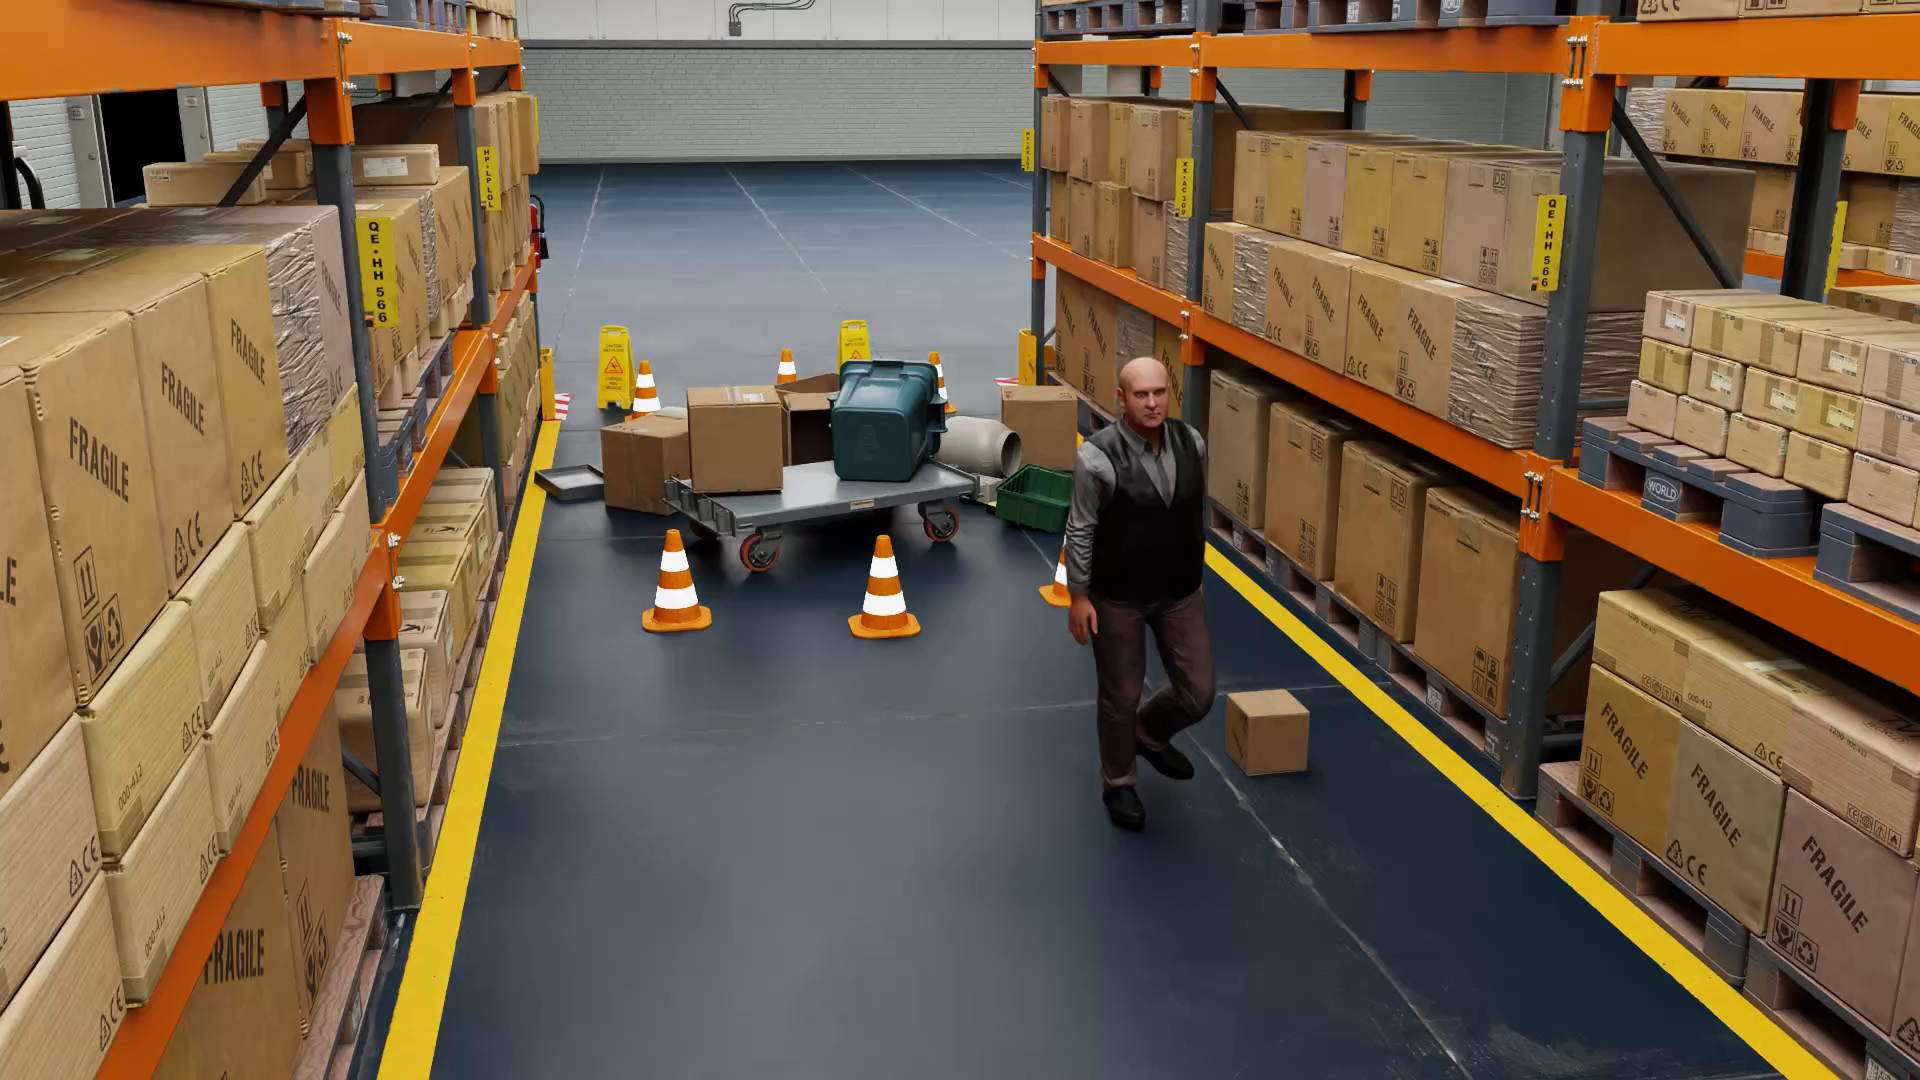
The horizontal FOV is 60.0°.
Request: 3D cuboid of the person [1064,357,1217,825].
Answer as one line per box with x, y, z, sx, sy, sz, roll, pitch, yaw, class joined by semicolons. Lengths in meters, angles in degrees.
0.629;0.182;5.918;0.583;1.715;0.474;-6;17;-19;person
